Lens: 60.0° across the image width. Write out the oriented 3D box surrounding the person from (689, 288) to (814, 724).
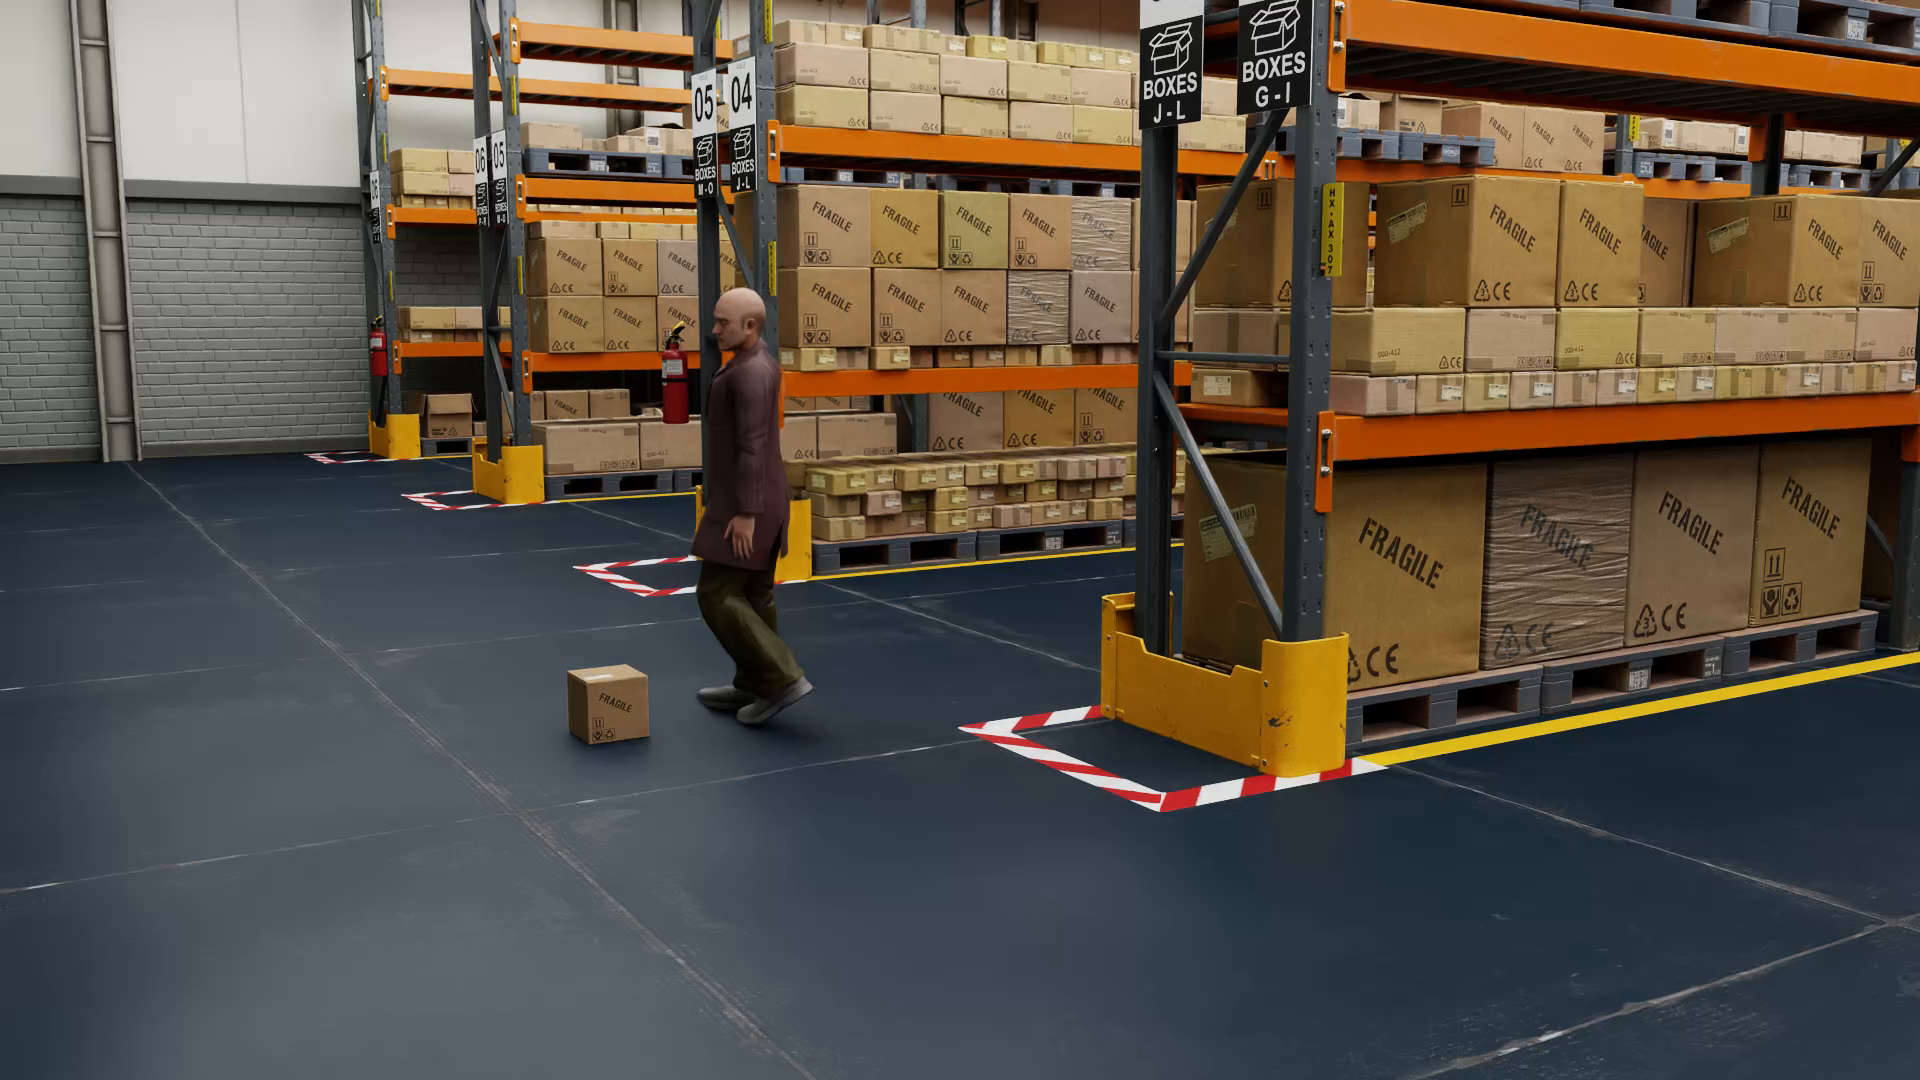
[{"bbox_3d":[-0.859,-0.139,6.843,0.555,1.773,0.666,0,8,3],"label":"person"}]
